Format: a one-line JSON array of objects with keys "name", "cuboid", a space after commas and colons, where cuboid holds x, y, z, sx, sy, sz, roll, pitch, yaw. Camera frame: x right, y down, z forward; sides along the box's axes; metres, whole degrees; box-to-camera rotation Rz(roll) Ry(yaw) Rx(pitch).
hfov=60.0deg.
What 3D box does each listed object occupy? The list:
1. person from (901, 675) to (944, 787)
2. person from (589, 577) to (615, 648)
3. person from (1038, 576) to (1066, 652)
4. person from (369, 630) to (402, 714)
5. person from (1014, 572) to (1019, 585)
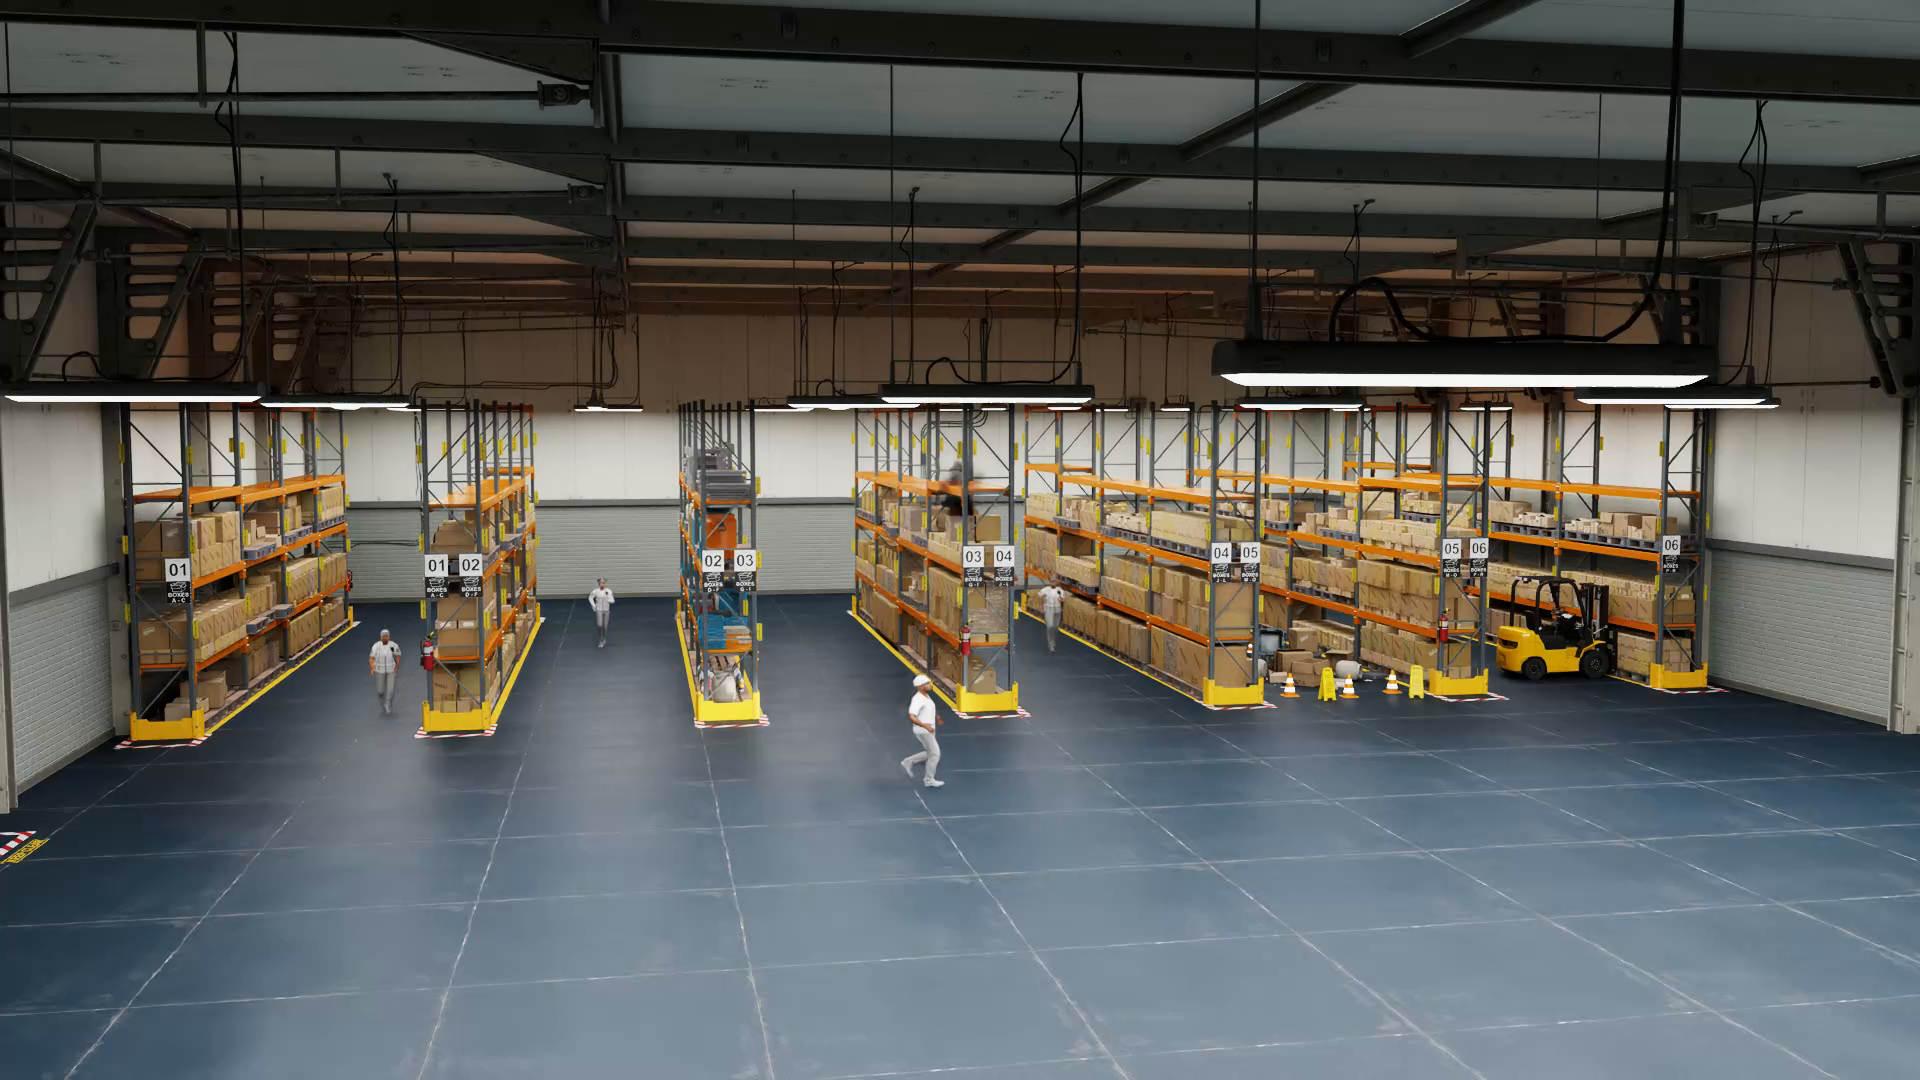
[{"name": "person", "cuboid": [-0.583, 2.934, 25.589, 0.696, 1.720, 0.704, 1, 4, 10]}, {"name": "person", "cuboid": [-8.814, 1.789, 40.996, 0.593, 1.751, 0.699, -2, 5, -20]}, {"name": "person", "cuboid": [2.262, 1.779, 40.531, 0.640, 1.834, 0.819, -1, 4, -14]}, {"name": "person", "cuboid": [-11.035, 2.519, 31.975, 0.593, 1.609, 0.586, -2, 5, -20]}, {"name": "person", "cuboid": [1.272, 1.494, 45.014, 0.626, 1.783, 0.747, 0, 4, -6]}]
